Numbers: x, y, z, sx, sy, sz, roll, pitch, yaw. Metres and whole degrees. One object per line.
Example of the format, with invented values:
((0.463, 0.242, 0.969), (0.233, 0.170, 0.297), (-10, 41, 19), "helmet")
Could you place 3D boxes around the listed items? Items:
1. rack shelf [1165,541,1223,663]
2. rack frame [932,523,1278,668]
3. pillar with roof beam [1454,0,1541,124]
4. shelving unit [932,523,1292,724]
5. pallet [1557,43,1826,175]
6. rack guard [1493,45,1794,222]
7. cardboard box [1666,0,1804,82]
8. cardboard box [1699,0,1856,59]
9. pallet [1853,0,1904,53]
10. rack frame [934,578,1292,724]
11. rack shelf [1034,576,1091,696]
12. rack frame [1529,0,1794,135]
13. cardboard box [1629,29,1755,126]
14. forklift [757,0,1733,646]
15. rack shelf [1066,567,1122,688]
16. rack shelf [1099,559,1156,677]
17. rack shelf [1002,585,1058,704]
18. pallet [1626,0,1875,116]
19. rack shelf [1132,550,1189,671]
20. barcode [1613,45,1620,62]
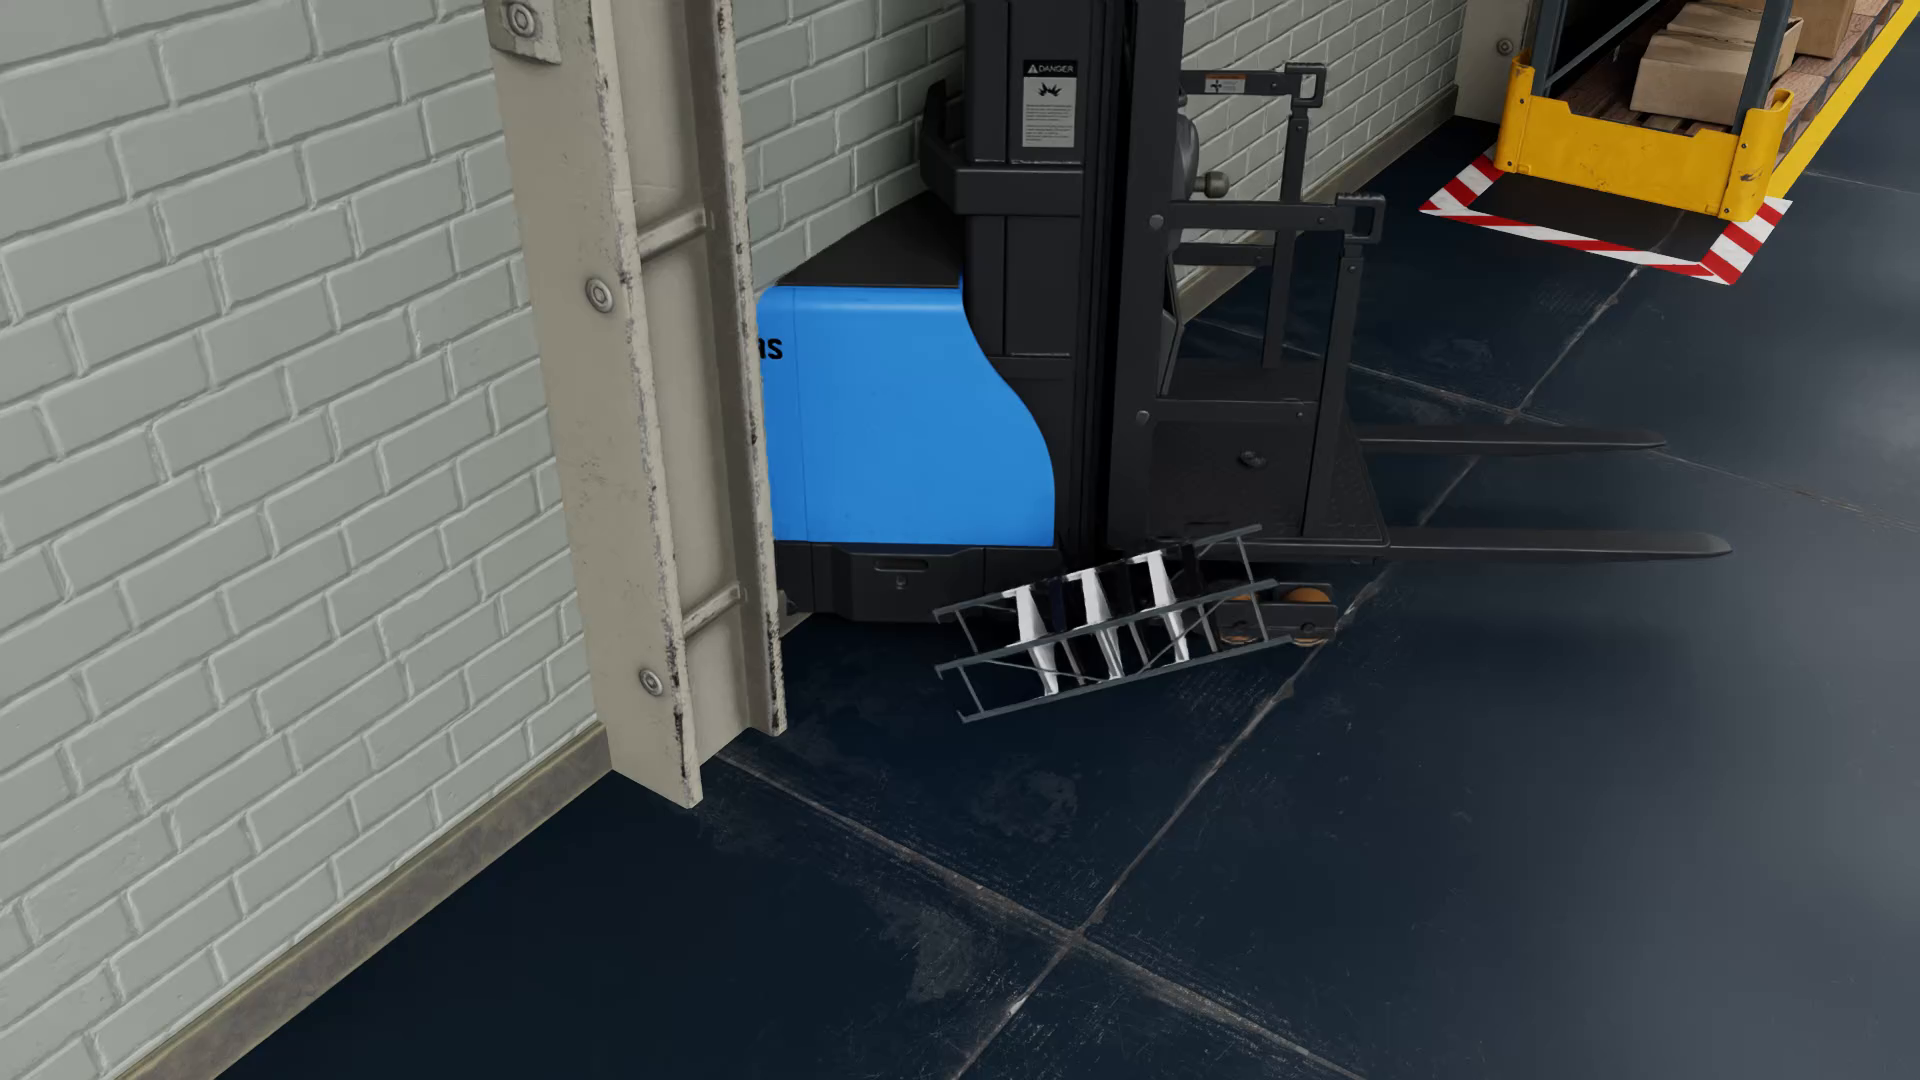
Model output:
((0.617, 0.164, 4.348), (0.077, 0.258, 0.200), (-15, 42, 11), "rack shelf")
((0.389, 0.156, 4.468), (0.900, 0.240, 0.006), (-15, 42, 11), "rack frame")
((6.255, -4.568, 3.971), (9.100, 9.000, 0.400), (21, 39, 28), "pillar with roof beam")
((0.393, 0.226, 4.393), (0.900, 0.258, 0.210), (-15, 42, 11), "shelving unit")
((3.566, -2.102, 8.169), (1.003, 0.211, 1.213), (21, 39, 28), "pallet")
((3.074, -1.859, 7.552), (1.175, 0.500, 0.348), (21, 39, 28), "rack guard")
((3.824, -2.480, 8.247), (0.500, 0.311, 0.500), (25, 41, 32), "cardboard box")
((4.283, -2.880, 8.669), (0.700, 0.500, 0.500), (19, 38, 25), "cardboard box")
((4.957, -3.224, 9.830), (1.003, 0.211, 1.213), (21, 39, 28), "pallet")
((0.397, 0.295, 4.319), (0.900, 0.240, 0.006), (-15, 42, 11), "rack frame")
((0.276, 0.258, 4.417), (0.077, 0.258, 0.200), (-15, 42, 11), "rack shelf")
((3.030, -2.859, 6.800), (1.000, 3.000, 0.127), (21, 39, 28), "rack frame")
((3.499, -2.217, 7.859), (0.500, 0.311, 0.500), (17, 37, 23), "cardboard box")
((0.733, -1.214, 4.429), (3.031, 2.935, 1.130), (1, 34, 2), "forklift")
((0.361, 0.234, 4.400), (0.077, 0.258, 0.200), (-15, 42, 11), "rack shelf")
((0.446, 0.211, 4.382), (0.077, 0.258, 0.200), (-15, 42, 11), "rack shelf")
((0.191, 0.281, 4.434), (0.077, 0.258, 0.200), (-15, 42, 11), "rack shelf")
((4.262, -2.661, 8.996), (1.003, 0.211, 1.213), (21, 39, 28), "pallet")
((0.532, 0.188, 4.365), (0.077, 0.258, 0.200), (-15, 42, 11), "rack shelf")
((3.180, -2.357, 8.057), (0.001, 0.075, 0.075), (21, 39, 28), "barcode")
